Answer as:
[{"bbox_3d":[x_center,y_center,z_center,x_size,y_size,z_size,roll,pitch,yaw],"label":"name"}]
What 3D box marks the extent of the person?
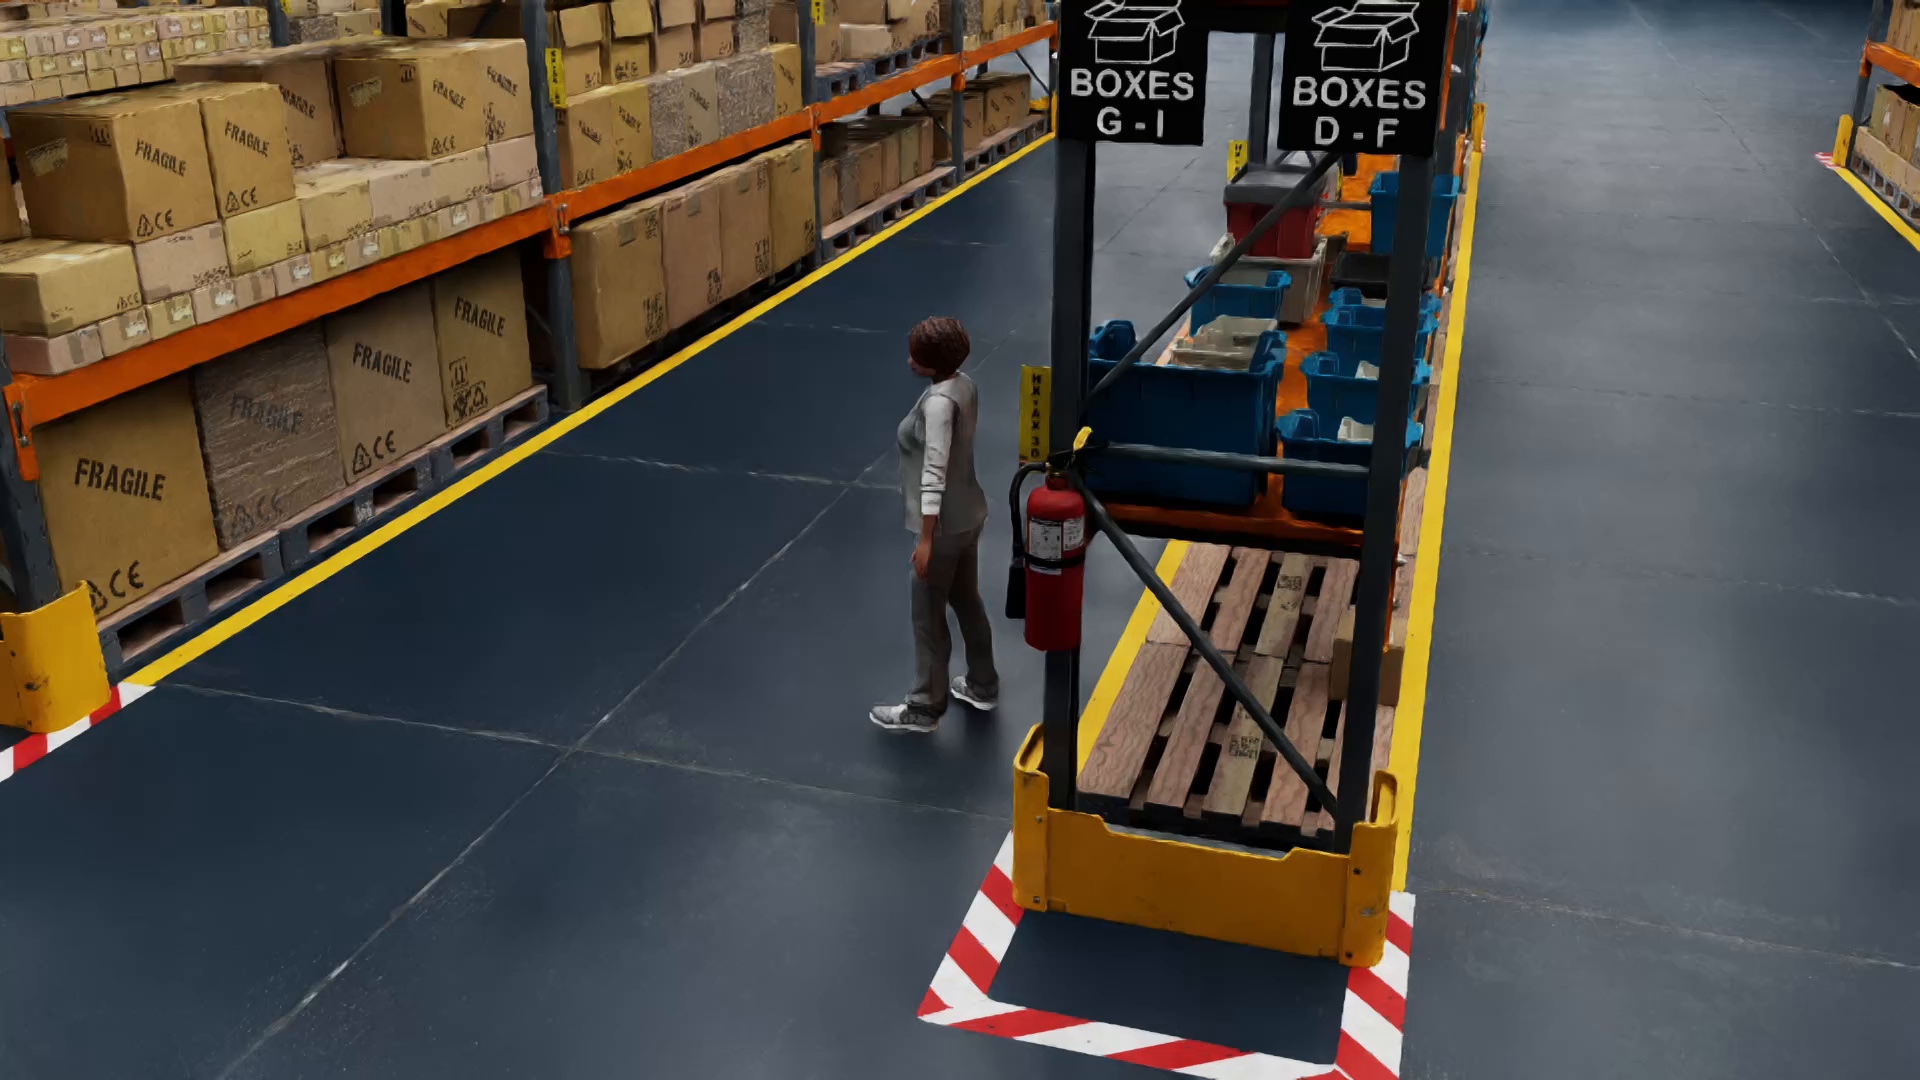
[{"bbox_3d":[-0.092,-0.053,6.169,0.453,1.595,0.523,6,23,15],"label":"person"}]
